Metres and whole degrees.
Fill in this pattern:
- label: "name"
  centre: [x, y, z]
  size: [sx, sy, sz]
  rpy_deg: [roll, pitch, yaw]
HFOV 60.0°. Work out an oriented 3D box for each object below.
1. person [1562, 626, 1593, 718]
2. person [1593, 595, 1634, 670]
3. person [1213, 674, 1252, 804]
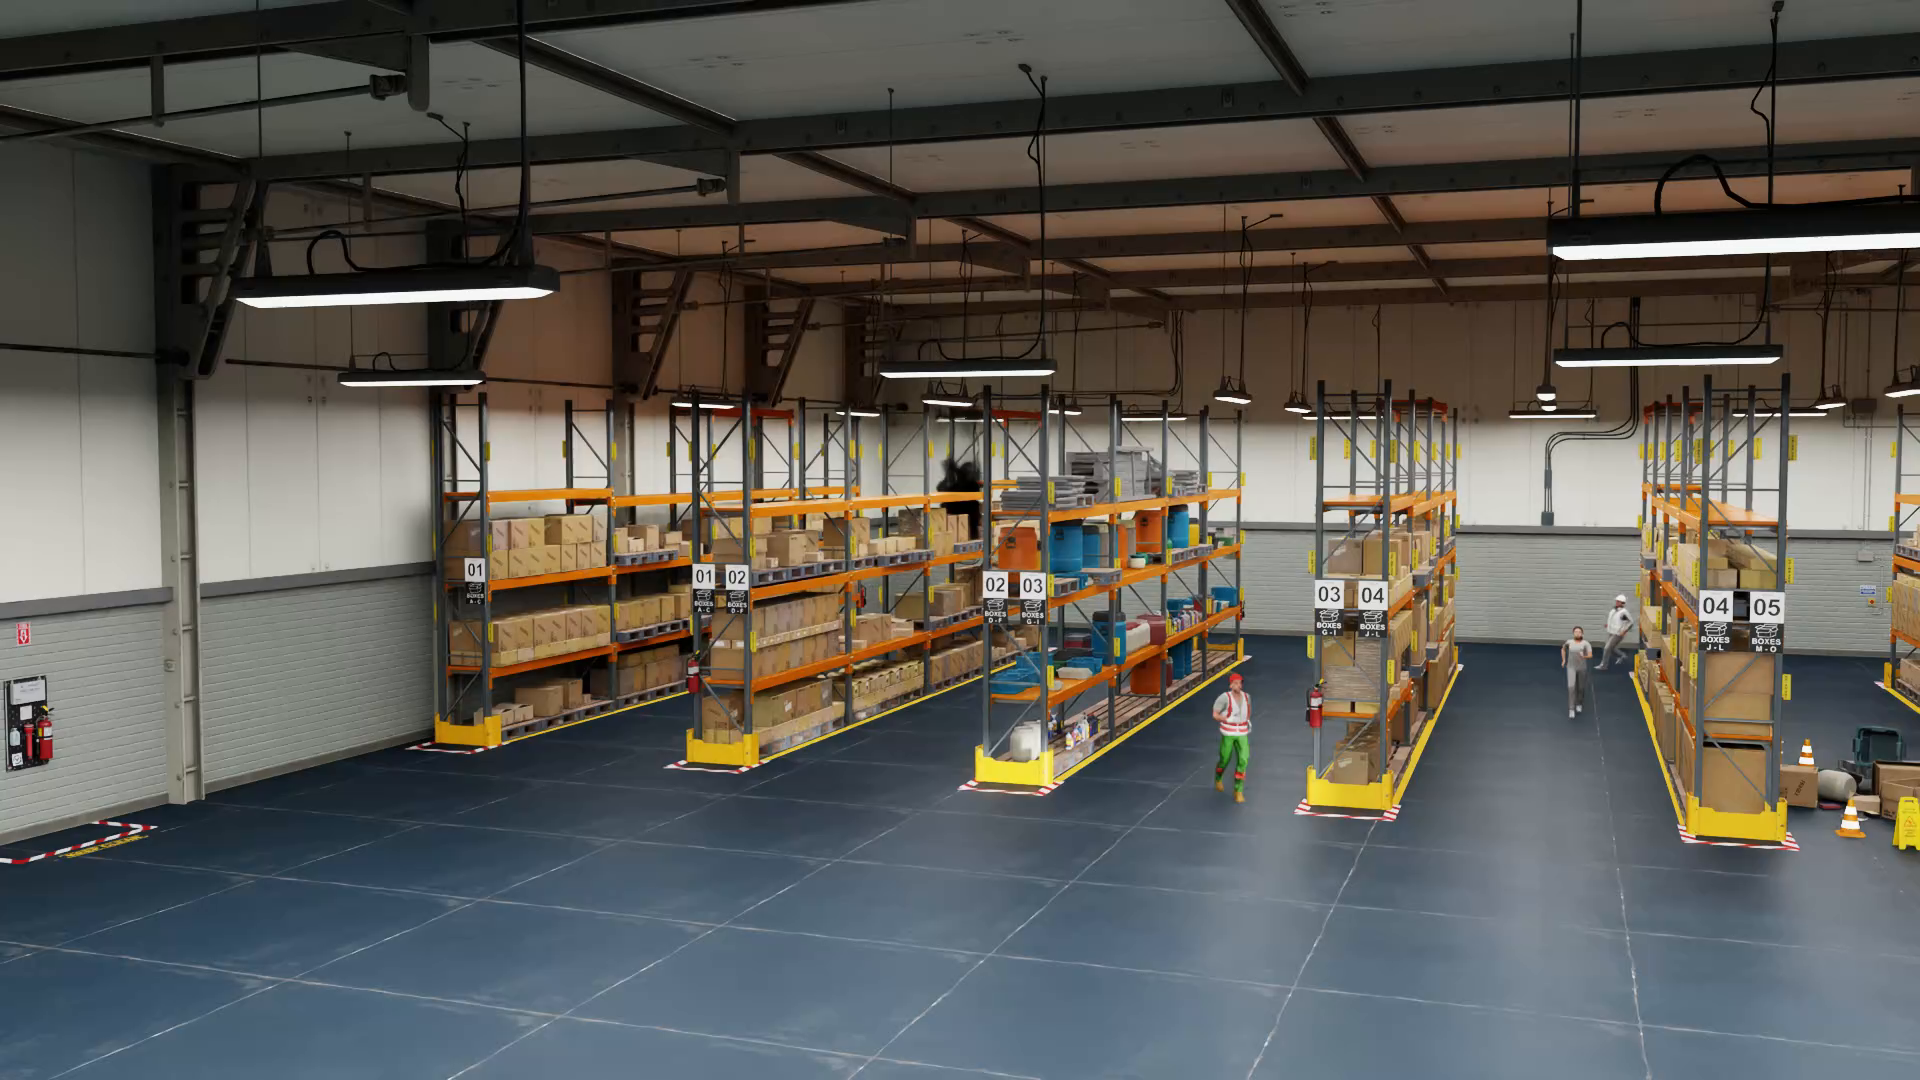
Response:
- label: "person"
  centre: [11.657, 2.464, 31.429]
  size: [0.554, 1.681, 0.908]
  rpy_deg: [1, 3, 20]
- label: "person"
  centre: [14.976, 2.116, 37.918]
  size: [0.889, 1.728, 0.714]
  rpy_deg: [-1, 3, -16]
- label: "person"
  centre: [3.943, 2.835, 24.037]
  size: [0.660, 1.837, 0.865]
  rpy_deg: [-1, 3, -12]
